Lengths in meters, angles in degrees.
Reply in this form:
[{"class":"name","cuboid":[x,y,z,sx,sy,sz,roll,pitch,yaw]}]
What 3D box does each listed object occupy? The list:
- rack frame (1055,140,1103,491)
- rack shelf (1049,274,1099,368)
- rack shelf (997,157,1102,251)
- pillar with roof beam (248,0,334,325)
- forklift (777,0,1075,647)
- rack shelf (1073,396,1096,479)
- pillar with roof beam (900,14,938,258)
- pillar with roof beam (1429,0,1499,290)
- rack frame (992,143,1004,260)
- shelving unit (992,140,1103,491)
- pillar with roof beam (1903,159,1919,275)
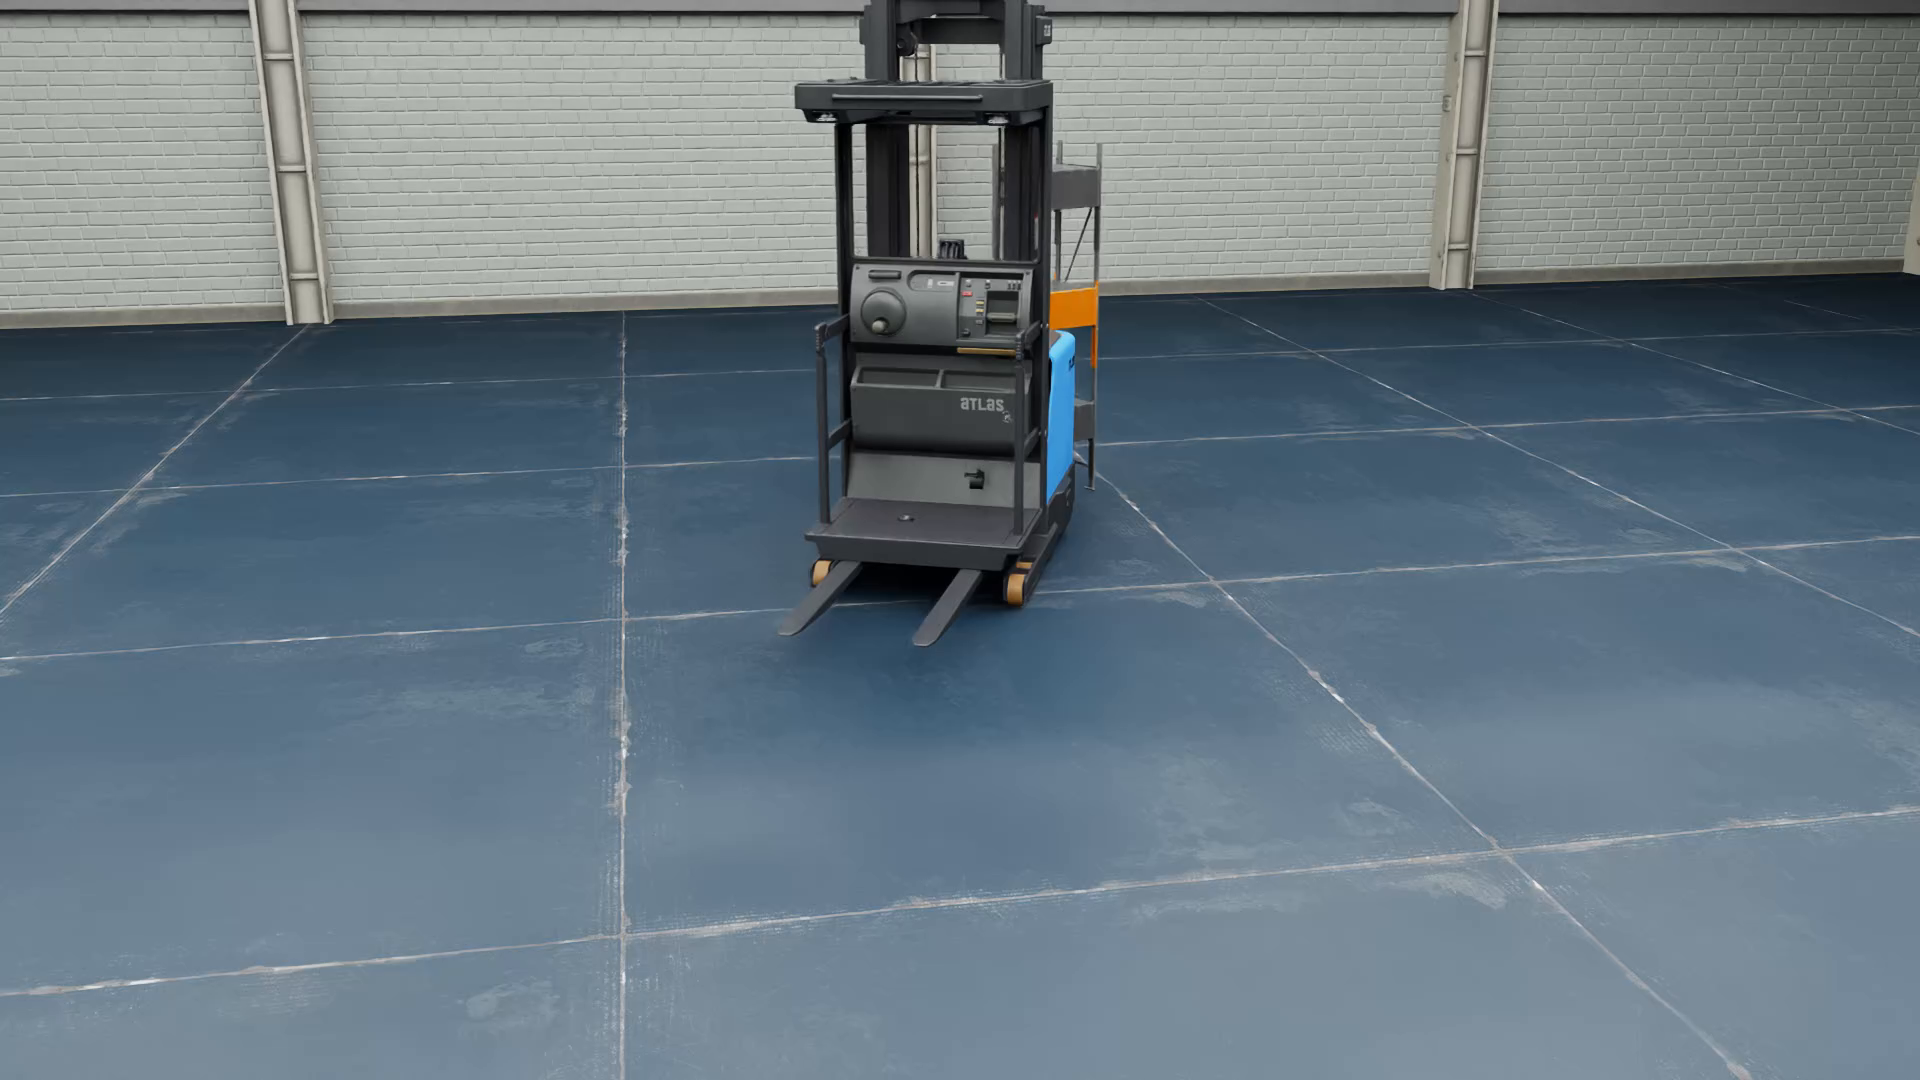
[{"class":"rack frame","cuboid":[0.709,-1.355,10.148,0.015,2.100,0.400,-12,21,-34]},{"class":"rack shelf","cuboid":[0.510,-1.300,10.016,0.480,0.518,0.431,-12,21,-34]},{"class":"rack shelf","cuboid":[0.510,-1.970,9.810,0.480,0.518,0.431,-12,21,-34]},{"class":"pillar with roof beam","cuboid":[-5.529,-5.195,10.899,0.400,9.000,9.100,-3,17,-10]},{"class":"forklift","cuboid":[-0.141,-1.192,8.200,1.130,2.935,3.031,4,17,12]},{"class":"rack shelf","cuboid":[0.510,-0.631,10.221,0.480,0.518,0.431,-12,21,-34]},{"class":"pillar with roof beam","cuboid":[0.362,-5.529,11.987,0.400,9.000,9.100,-3,17,-10]},{"class":"pillar with roof beam","cuboid":[6.253,-5.863,13.075,0.400,9.000,9.100,-3,17,-10]},{"class":"rack frame","cuboid":[0.312,-1.272,9.876,0.015,2.100,0.400,-12,21,-34]},{"class":"shelving unit","cuboid":[0.510,-1.313,10.012,0.503,2.100,0.431,-12,21,-34]},{"class":"pillar with roof beam","cuboid":[12.144,-6.197,14.163,0.400,9.000,9.100,-3,17,-10]}]
